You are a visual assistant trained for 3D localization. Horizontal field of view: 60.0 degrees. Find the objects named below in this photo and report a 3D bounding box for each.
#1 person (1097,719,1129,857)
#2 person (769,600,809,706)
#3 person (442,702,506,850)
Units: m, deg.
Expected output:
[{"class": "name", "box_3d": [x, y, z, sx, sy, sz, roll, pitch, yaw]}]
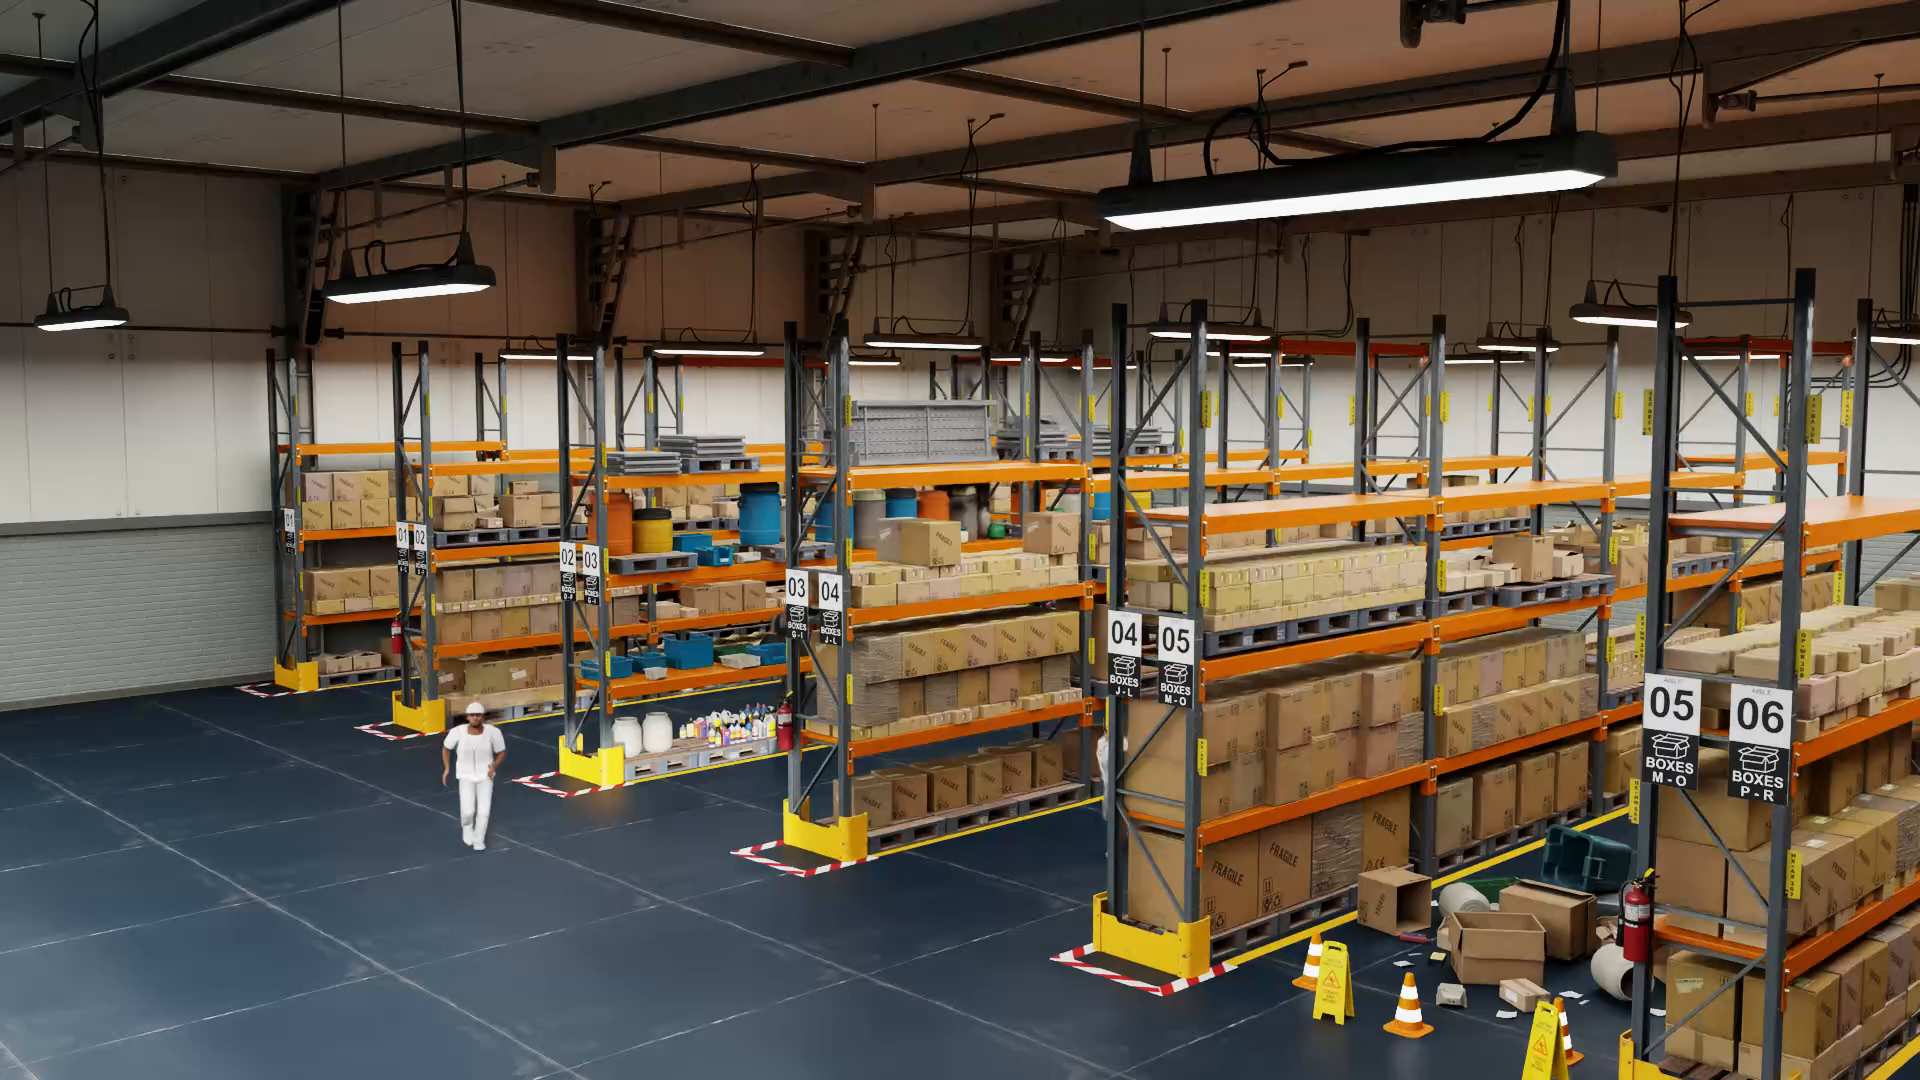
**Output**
[{"class": "person", "box_3d": [1.785, 2.763, 18.716, 0.608, 1.620, 0.692, 3, 6, 28]}, {"class": "person", "box_3d": [-2.927, 1.883, 28.087, 0.632, 1.778, 0.819, 3, 6, 29]}, {"class": "person", "box_3d": [-5.471, 2.678, 18.755, 0.693, 1.713, 0.650, -2, 5, -17]}]
